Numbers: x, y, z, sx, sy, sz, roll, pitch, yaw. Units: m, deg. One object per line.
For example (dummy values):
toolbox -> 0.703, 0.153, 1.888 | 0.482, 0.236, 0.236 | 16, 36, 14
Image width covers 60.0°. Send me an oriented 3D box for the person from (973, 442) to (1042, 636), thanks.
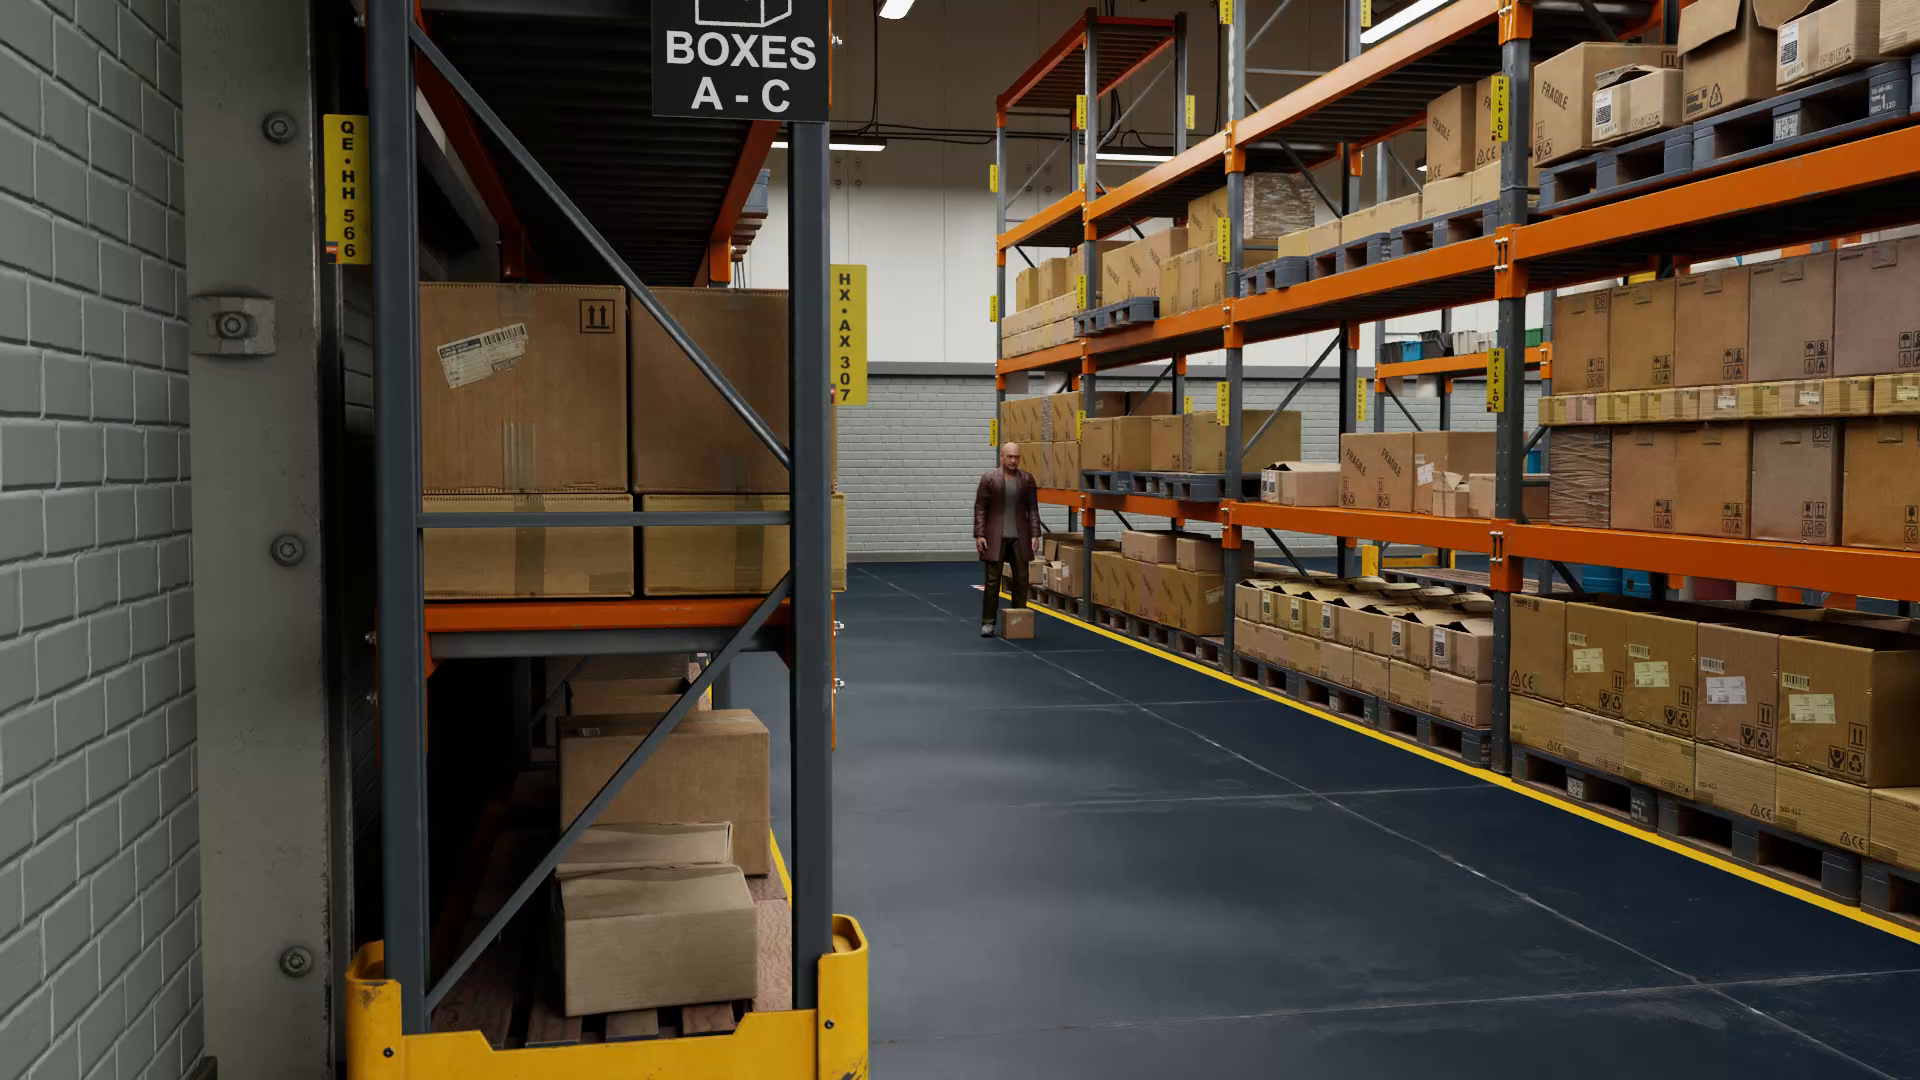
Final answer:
person -> 0.439, -0.012, 15.335 | 0.643, 1.773, 0.431 | -1, 3, -11
